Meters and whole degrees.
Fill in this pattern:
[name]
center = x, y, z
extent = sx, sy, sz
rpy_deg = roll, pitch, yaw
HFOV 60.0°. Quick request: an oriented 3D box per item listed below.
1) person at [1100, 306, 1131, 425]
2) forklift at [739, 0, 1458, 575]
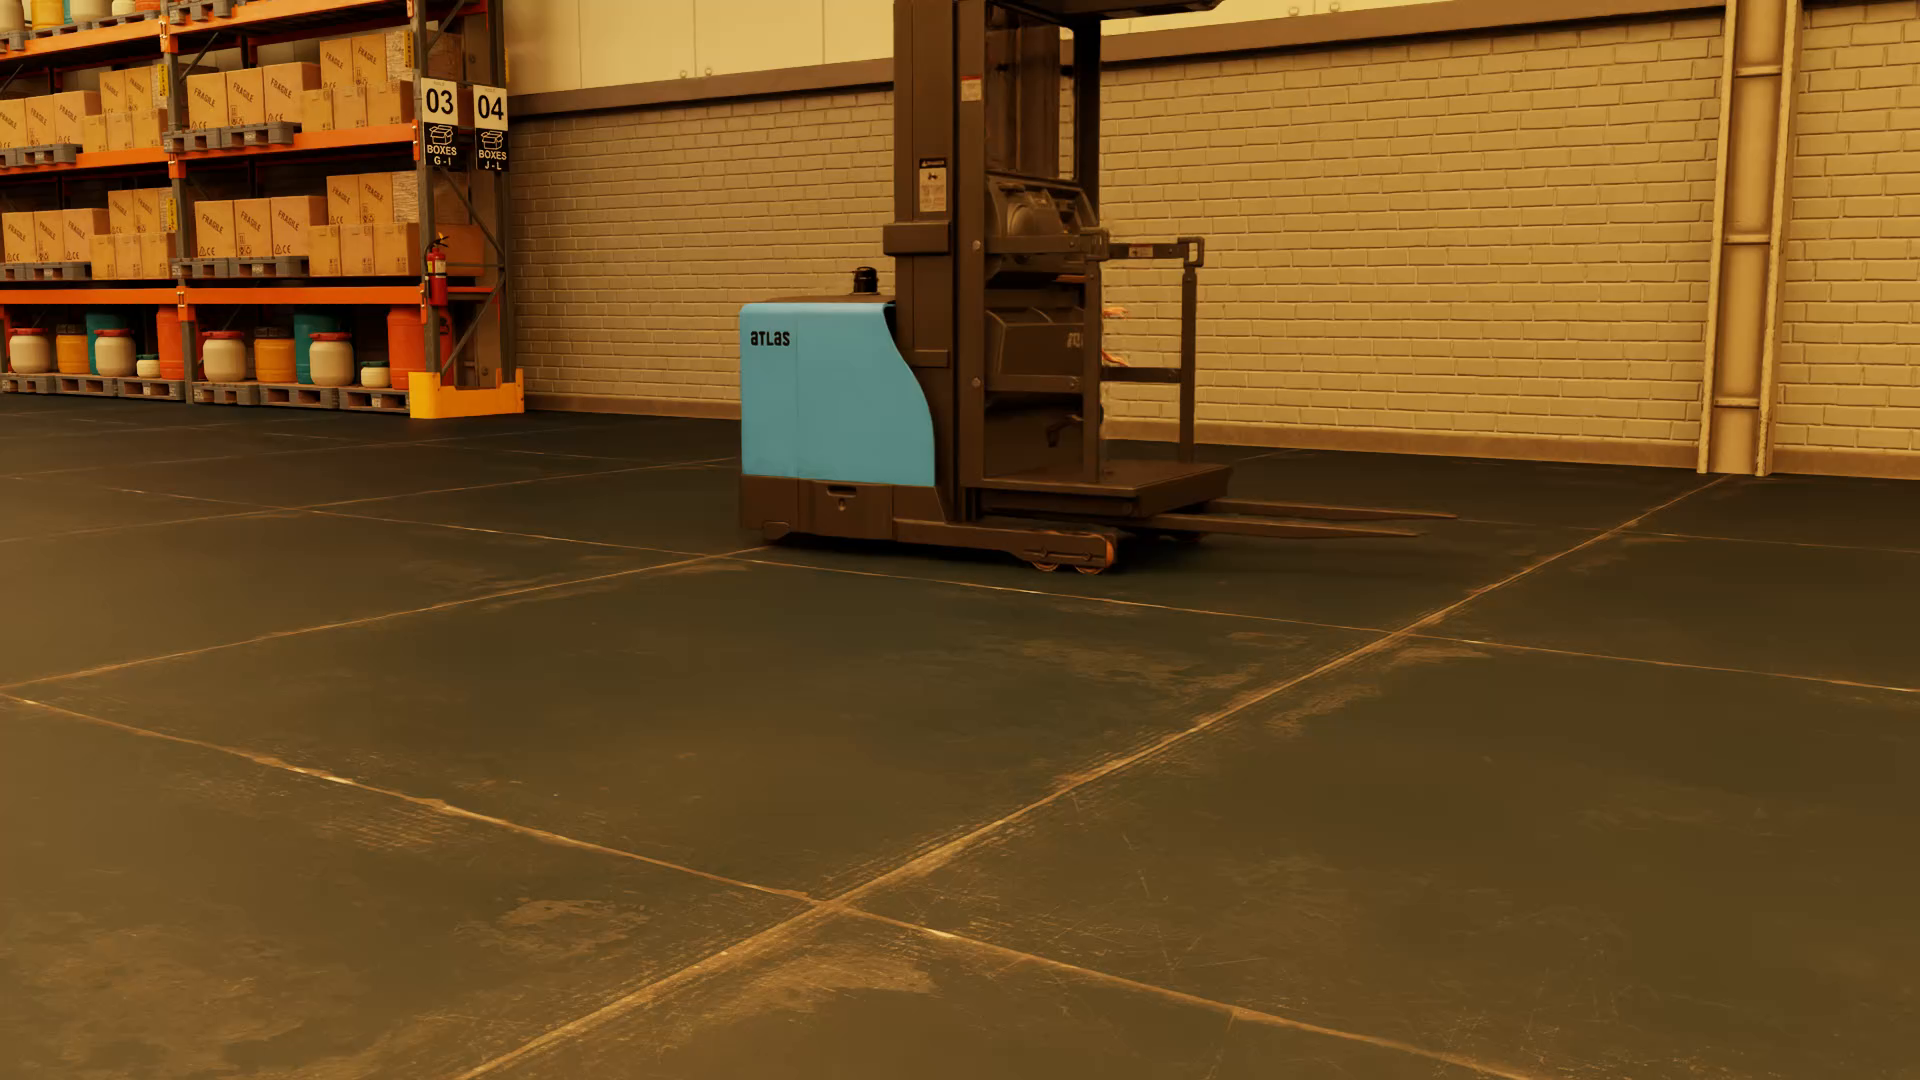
[person]
center = 0.693, -0.925, 9.395
extent = 0.882, 1.331, 0.680
rpy_deg = -4, 9, -24
[forklift]
center = 0.538, -1.396, 7.006
extent = 3.031, 2.935, 1.130
rpy_deg = 5, 9, 30
